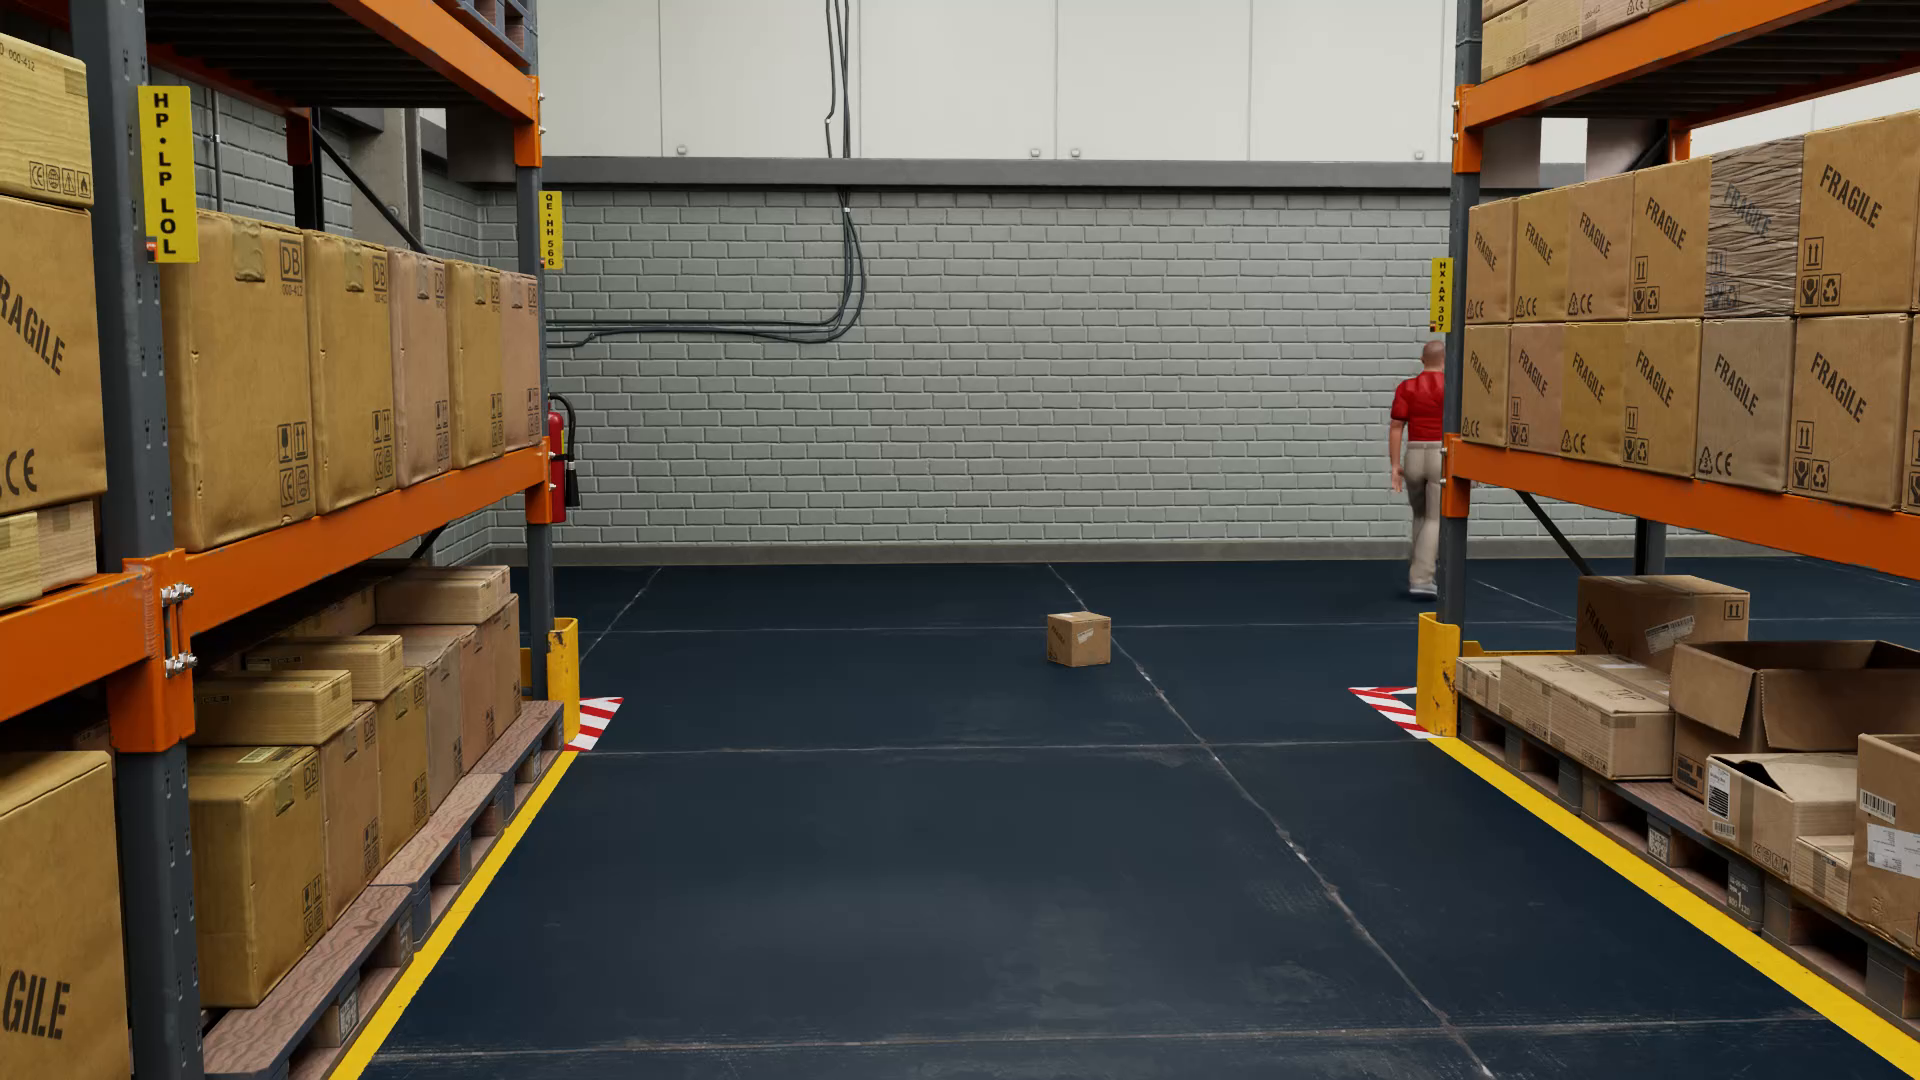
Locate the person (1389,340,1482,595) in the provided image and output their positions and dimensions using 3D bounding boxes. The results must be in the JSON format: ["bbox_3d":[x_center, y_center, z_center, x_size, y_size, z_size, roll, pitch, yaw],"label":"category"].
[{"bbox_3d":[3.239,-0.452,11.262,0.552,1.787,0.713,6,9,43],"label":"person"}]
